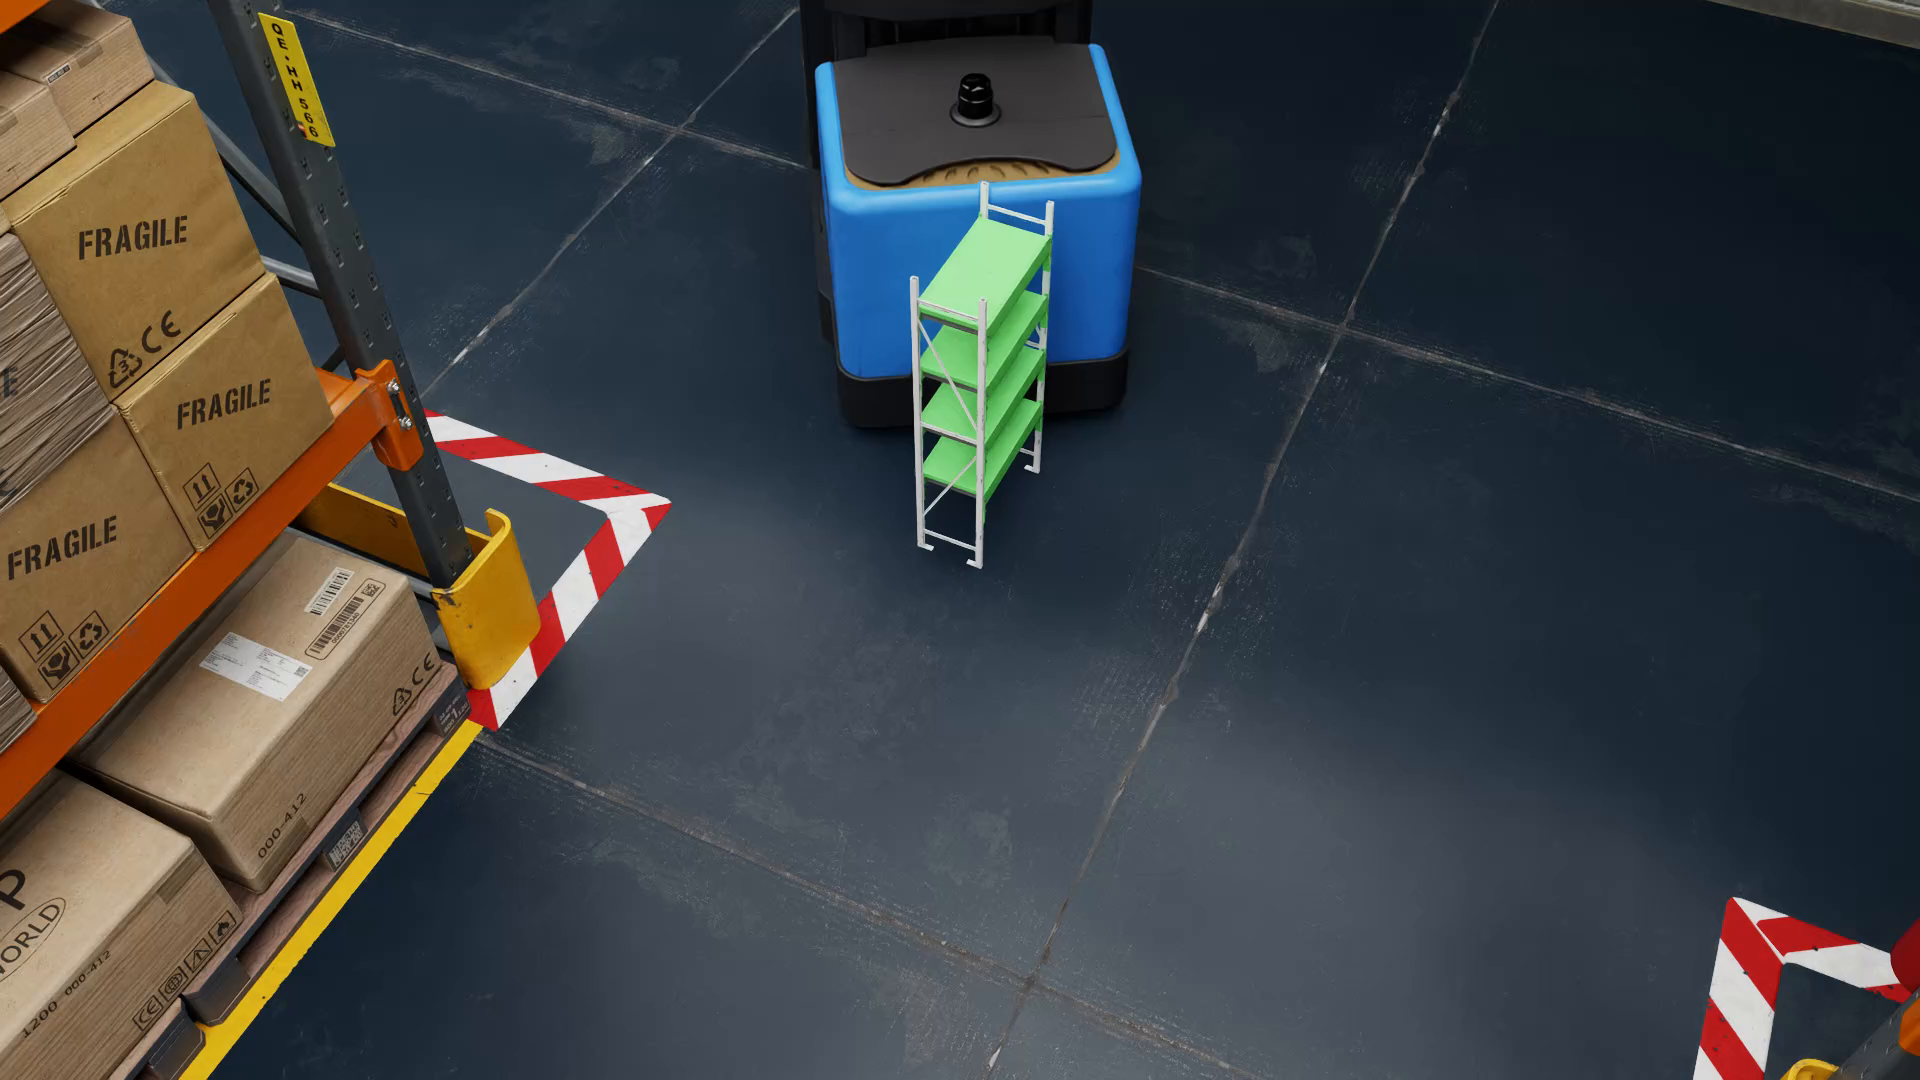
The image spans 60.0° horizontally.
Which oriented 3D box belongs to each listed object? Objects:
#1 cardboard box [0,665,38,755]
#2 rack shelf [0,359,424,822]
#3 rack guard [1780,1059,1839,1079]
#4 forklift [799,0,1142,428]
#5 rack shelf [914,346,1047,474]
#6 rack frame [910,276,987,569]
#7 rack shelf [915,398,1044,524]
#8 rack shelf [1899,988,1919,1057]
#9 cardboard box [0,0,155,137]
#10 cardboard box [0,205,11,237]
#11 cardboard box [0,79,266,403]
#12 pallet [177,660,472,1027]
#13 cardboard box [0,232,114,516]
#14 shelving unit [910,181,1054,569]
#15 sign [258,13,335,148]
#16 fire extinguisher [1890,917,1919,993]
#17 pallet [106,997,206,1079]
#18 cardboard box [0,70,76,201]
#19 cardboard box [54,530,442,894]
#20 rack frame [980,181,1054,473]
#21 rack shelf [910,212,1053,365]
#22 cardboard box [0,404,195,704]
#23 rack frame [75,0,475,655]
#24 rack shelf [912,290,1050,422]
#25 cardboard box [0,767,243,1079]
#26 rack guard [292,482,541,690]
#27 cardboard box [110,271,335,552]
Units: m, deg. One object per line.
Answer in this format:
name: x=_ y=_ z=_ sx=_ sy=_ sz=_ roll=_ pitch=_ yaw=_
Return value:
cardboard box: x=-2.383 y=0.319 z=3.444 sx=0.500 sy=0.500 sz=0.500 roll=21 pitch=53 yaw=17
rack shelf: x=-2.832 y=0.845 z=3.534 sx=1.077 sy=0.370 sz=4.000 roll=20 pitch=52 yaw=16
rack guard: x=2.480 y=1.710 z=3.967 sx=1.175 sy=0.500 sz=0.348 roll=20 pitch=52 yaw=16
forklift: x=-0.081 y=-2.490 z=5.944 sx=1.130 sy=2.935 sz=3.031 roll=-5 pitch=50 yaw=-4
rack shelf: x=0.071 y=-0.461 z=5.439 sx=0.258 sy=0.148 sz=0.480 roll=20 pitch=52 yaw=16
rack frame: x=-0.034 y=-0.335 z=5.247 sx=0.240 sy=1.200 sz=0.015 roll=20 pitch=52 yaw=16
rack shelf: x=0.071 y=-0.306 z=5.621 sx=0.258 sy=0.148 sz=0.480 roll=20 pitch=52 yaw=16
rack shelf: x=1.658 y=2.458 z=2.162 sx=1.077 sy=0.370 sz=4.000 roll=20 pitch=52 yaw=16
cardboard box: x=-1.949 y=-1.020 z=3.500 sx=0.380 sy=0.149 sz=0.250 roll=20 pitch=53 yaw=17
cardboard box: x=-2.070 y=-0.632 z=3.170 sx=0.380 sy=0.149 sz=0.250 roll=19 pitch=52 yaw=16
cardboard box: x=-1.968 y=-0.712 z=3.664 sx=0.500 sy=0.500 sz=0.500 roll=21 pitch=53 yaw=17
pallet: x=-2.248 y=0.715 z=5.003 sx=1.003 sy=0.211 sz=1.213 roll=20 pitch=52 yaw=16
cardboard box: x=-2.165 y=-0.343 z=3.350 sx=0.500 sy=0.500 sz=0.500 roll=20 pitch=52 yaw=16
shelving unit: x=0.071 y=-0.503 z=5.390 sx=0.258 sy=1.200 sz=0.503 roll=20 pitch=52 yaw=16
sign: x=-1.492 y=-1.031 z=3.742 sx=0.100 sy=0.325 sz=0.005 roll=20 pitch=52 yaw=16
fire extinguisher: x=2.157 y=0.742 z=3.445 sx=0.296 sy=0.674 sz=0.183 roll=20 pitch=52 yaw=16
pallet: x=-2.770 y=1.552 z=4.291 sx=1.003 sy=0.211 sz=1.213 roll=20 pitch=52 yaw=16
cardboard box: x=-2.036 y=-0.837 z=3.345 sx=0.380 sy=0.149 sz=0.250 roll=21 pitch=53 yaw=17
cardboard box: x=-2.169 y=0.416 z=4.833 sx=0.875 sy=0.438 sz=0.875 roll=18 pitch=52 yaw=15
rack frame: x=0.175 y=-0.671 z=5.533 sx=0.240 sy=1.200 sz=0.015 roll=20 pitch=52 yaw=16
rack shelf: x=0.071 y=-0.772 z=5.073 sx=0.258 sy=0.148 sz=0.480 roll=20 pitch=52 yaw=16
cardboard box: x=-2.172 y=-0.039 z=3.748 sx=0.500 sy=0.500 sz=0.500 roll=19 pitch=52 yaw=15
rack frame: x=-1.977 y=-0.765 z=4.432 sx=1.000 sy=3.000 sz=0.127 roll=20 pitch=52 yaw=16
rack shelf: x=0.071 y=-0.617 z=5.256 sx=0.258 sy=0.148 sz=0.480 roll=20 pitch=52 yaw=16
cardboard box: x=-2.552 y=1.049 z=4.294 sx=0.875 sy=0.438 sz=0.875 roll=21 pitch=53 yaw=17
rack guard: x=-1.967 y=0.028 z=5.398 sx=1.175 sy=0.500 sz=0.348 roll=20 pitch=52 yaw=16
cardboard box: x=-1.944 y=-0.379 z=4.038 sx=0.500 sy=0.500 sz=0.500 roll=20 pitch=53 yaw=16
